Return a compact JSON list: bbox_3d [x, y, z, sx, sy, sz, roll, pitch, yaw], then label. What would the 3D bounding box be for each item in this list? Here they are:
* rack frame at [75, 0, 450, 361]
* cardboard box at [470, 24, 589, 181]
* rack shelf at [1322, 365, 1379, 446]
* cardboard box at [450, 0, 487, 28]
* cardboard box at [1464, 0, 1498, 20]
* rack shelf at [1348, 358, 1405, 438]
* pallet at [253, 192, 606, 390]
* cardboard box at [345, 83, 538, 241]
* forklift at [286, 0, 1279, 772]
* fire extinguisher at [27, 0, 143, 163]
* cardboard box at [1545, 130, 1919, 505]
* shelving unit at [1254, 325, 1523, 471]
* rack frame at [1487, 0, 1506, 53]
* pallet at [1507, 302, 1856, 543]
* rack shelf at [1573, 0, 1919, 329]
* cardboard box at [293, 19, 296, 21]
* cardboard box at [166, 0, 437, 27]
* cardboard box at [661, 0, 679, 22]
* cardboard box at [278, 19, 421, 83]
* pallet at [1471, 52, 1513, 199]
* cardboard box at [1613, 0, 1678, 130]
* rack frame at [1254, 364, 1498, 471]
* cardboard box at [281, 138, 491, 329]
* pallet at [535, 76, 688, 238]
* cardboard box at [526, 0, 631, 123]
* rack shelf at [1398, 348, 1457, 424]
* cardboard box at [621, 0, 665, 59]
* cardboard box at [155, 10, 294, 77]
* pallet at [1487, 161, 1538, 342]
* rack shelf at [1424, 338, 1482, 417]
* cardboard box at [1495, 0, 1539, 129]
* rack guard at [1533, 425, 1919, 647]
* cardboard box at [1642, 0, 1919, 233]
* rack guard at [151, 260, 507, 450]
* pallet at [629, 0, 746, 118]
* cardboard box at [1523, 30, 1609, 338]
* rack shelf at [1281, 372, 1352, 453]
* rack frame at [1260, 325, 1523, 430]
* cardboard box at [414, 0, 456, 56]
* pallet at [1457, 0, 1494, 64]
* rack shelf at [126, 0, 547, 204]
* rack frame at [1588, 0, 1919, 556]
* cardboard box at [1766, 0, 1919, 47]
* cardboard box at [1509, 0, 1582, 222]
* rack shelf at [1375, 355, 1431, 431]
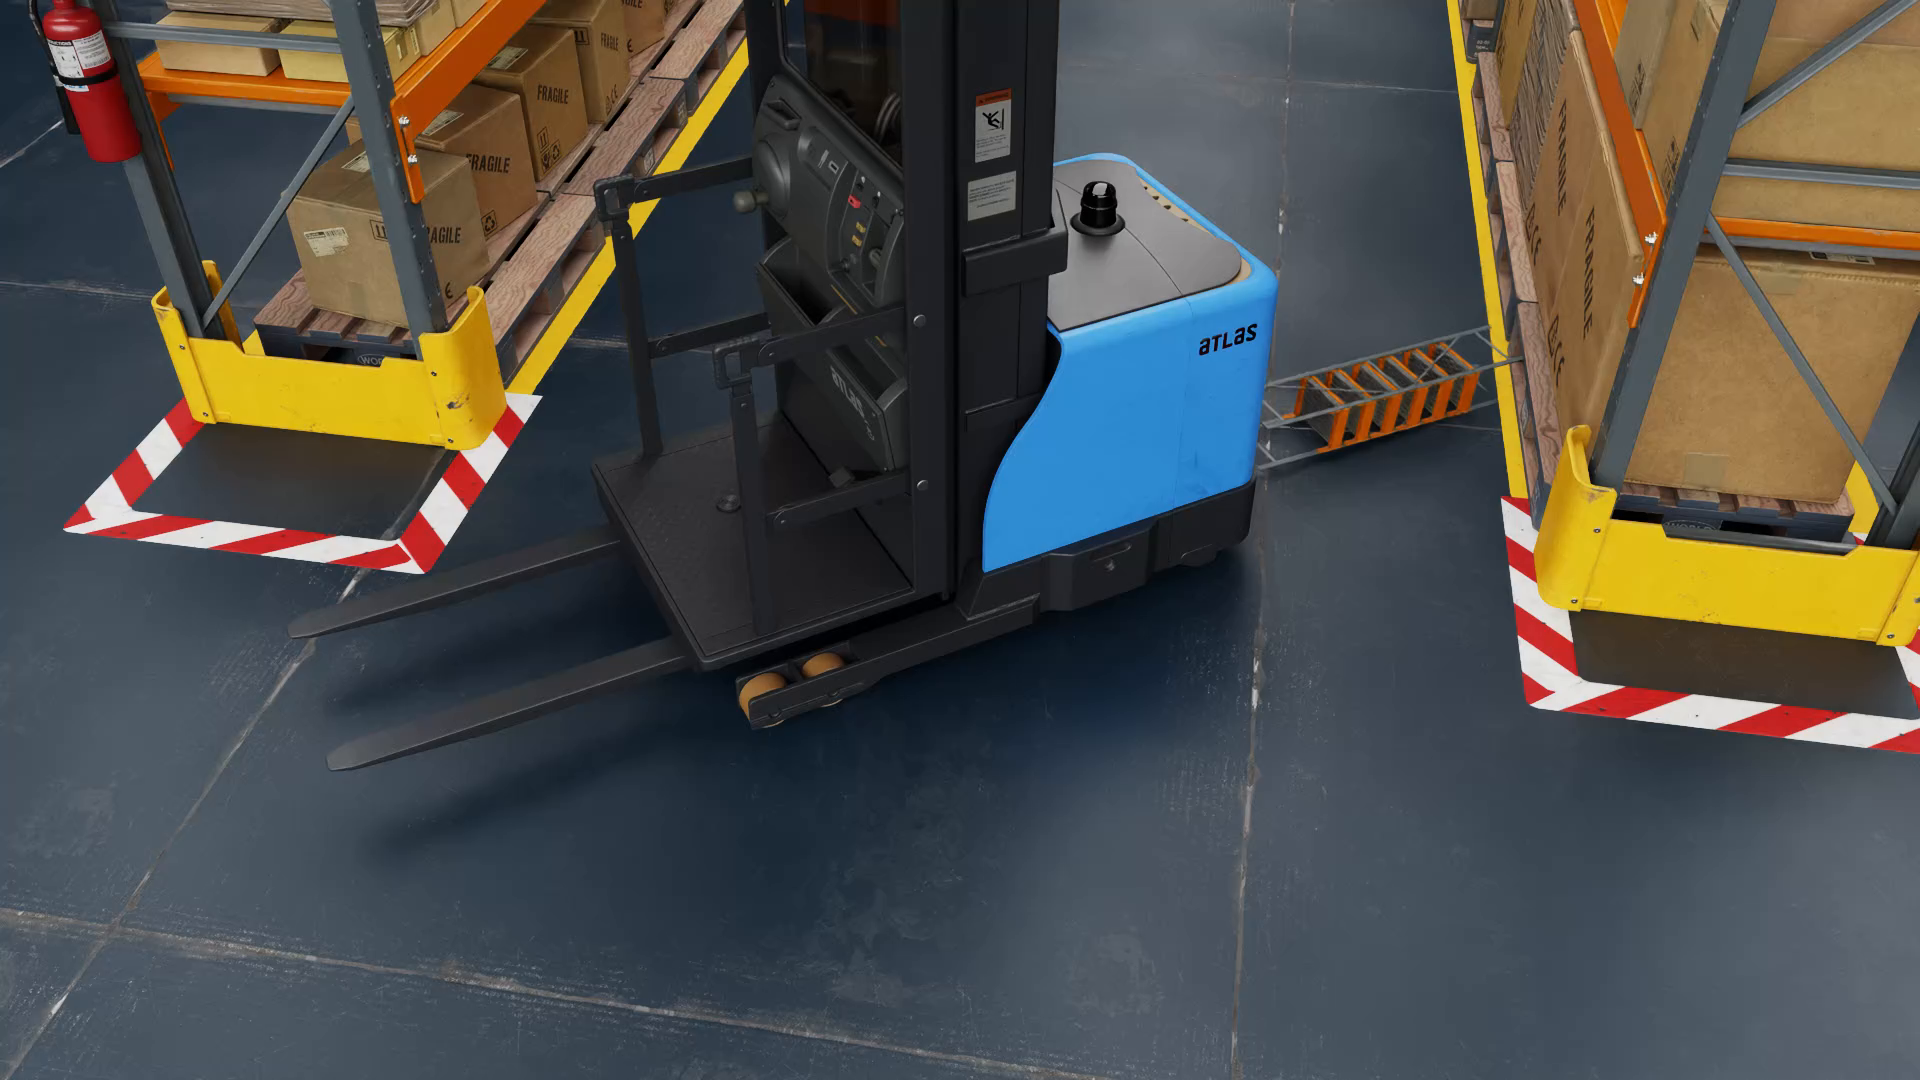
[{"bbox_3d":[-2.342,-1.605,5.338,1.000,3.000,0.127,6,40,8],"label":"rack frame"},{"bbox_3d":[-2.021,-1.964,7.403,0.500,0.500,0.500,10,41,12],"label":"cardboard box"},{"bbox_3d":[1.420,-0.501,6.172,0.103,0.180,0.258,-16,44,-21],"label":"rack shelf"},{"bbox_3d":[-1.937,-1.971,5.977,0.380,0.149,0.250,6,40,8],"label":"cardboard box"},{"bbox_3d":[3.237,-3.200,8.702,1.050,0.750,0.750,6,40,7],"label":"cardboard box"},{"bbox_3d":[1.528,-0.532,6.215,0.103,0.180,0.258,-16,44,-21],"label":"rack shelf"},{"bbox_3d":[-2.153,-1.084,6.896,1.003,0.211,1.213,6,40,8],"label":"pallet"},{"bbox_3d":[-2.148,-1.573,6.930,0.500,0.500,0.500,17,42,19],"label":"cardboard box"},{"bbox_3d":[-0.561,-0.946,4.594,3.031,2.935,1.130,-18,43,-21],"label":"forklift"},{"bbox_3d":[-2.815,-1.554,5.337,0.296,0.674,0.183,6,40,8],"label":"fire extinguisher"},{"bbox_3d":[2.578,-0.771,5.666,0.875,0.875,0.875,7,40,8],"label":"cardboard box"},{"bbox_3d":[1.568,-0.543,6.232,1.200,0.189,0.258,-16,44,-21],"label":"shelving unit"},{"bbox_3d":[3.218,-3.505,7.636,1.000,3.000,0.127,6,40,8],"label":"rack frame"},{"bbox_3d":[2.587,-0.431,6.105,1.003,0.211,1.213,6,40,8],"label":"pallet"},{"bbox_3d":[2.872,-1.973,6.347,1.077,0.370,4.000,6,40,8],"label":"rack shelf"},{"bbox_3d":[-2.452,-1.867,5.851,0.380,0.149,0.250,6,40,8],"label":"cardboard box"},{"bbox_3d":[-2.220,-2.101,5.625,0.875,0.500,0.500,6,40,8],"label":"cardboard box"},{"bbox_3d":[-1.758,-3.067,8.738,0.500,0.500,0.500,5,40,6],"label":"cardboard box"},{"bbox_3d":[-2.058,-1.661,5.602,0.380,0.149,0.250,6,40,8],"label":"cardboard box"},{"bbox_3d":[3.009,-1.962,7.957,1.003,0.211,1.213,6,40,8],"label":"pallet"},{"bbox_3d":[2.619,-1.638,5.260,0.875,0.550,0.550,6,40,8],"label":"cardboard box"},{"bbox_3d":[1.563,-0.473,6.291,1.200,0.006,0.240,-16,44,-21],"label":"rack frame"},{"bbox_3d":[-2.217,-1.194,6.472,0.500,0.500,0.500,14,41,16],"label":"cardboard box"},{"bbox_3d":[-1.940,-1.848,7.819,1.003,0.211,1.213,6,40,8],"label":"pallet"},{"bbox_3d":[-1.880,-2.309,7.821,0.500,0.500,0.500,3,40,4],"label":"cardboard box"},{"bbox_3d":[1.743,-0.592,6.303,0.103,0.180,0.258,-16,44,-21],"label":"rack shelf"},{"bbox_3d":[-1.850,-2.707,8.302,0.500,0.500,0.500,19,43,21],"label":"cardboard box"},{"bbox_3d":[-2.496,-1.710,5.661,0.380,0.149,0.250,6,40,8],"label":"cardboard box"},{"bbox_3d":[2.801,-1.194,7.029,1.003,0.211,1.213,6,40,8],"label":"pallet"},{"bbox_3d":[1.851,-0.622,6.346,0.103,0.180,0.258,-16,44,-21],"label":"rack shelf"},{"bbox_3d":[3.040,-2.461,7.711,0.875,0.875,0.875,7,40,8],"label":"cardboard box"},{"bbox_3d":[2.522,-0.016,5.378,1.175,0.500,0.348,6,40,8],"label":"rack guard"},{"bbox_3d":[2.545,-1.291,4.839,0.875,0.550,0.550,6,40,8],"label":"cardboard box"},{"bbox_3d":[-2.329,-0.690,6.192,1.175,0.500,0.348,6,40,8],"label":"rack guard"},{"bbox_3d":[-1.731,-2.616,8.748,1.003,0.211,1.213,6,40,8],"label":"pallet"},{"bbox_3d":[2.728,-1.323,6.334,0.875,0.875,0.875,6,40,7],"label":"cardboard box"},{"bbox_3d":[1.313,-0.471,6.128,0.103,0.180,0.258,-16,44,-21],"label":"rack shelf"},{"bbox_3d":[1.572,-0.612,6.172,1.200,0.006,0.240,-16,44,-21],"label":"rack frame"},{"bbox_3d":[-1.995,-1.816,5.789,0.380,0.149,0.250,6,40,8],"label":"cardboard box"},{"bbox_3d":[3.277,-2.923,9.120,1.003,0.211,1.213,6,40,8],"label":"pallet"},{"bbox_3d":[-1.996,-2.583,7.085,1.077,0.370,4.000,6,40,8],"label":"rack shelf"},{"bbox_3d":[2.526,-0.995,4.599,1.000,3.000,0.127,6,40,8],"label":"rack frame"},{"bbox_3d":[2.628,-1.698,4.484,0.875,0.550,0.550,6,40,8],"label":"cardboard box"},{"bbox_3d":[2.888,-1.895,7.026,0.875,0.875,0.875,7,40,8],"label":"cardboard box"},{"bbox_3d":[1.636,-0.562,6.259,0.103,0.180,0.258,-16,44,-21],"label":"rack shelf"}]
